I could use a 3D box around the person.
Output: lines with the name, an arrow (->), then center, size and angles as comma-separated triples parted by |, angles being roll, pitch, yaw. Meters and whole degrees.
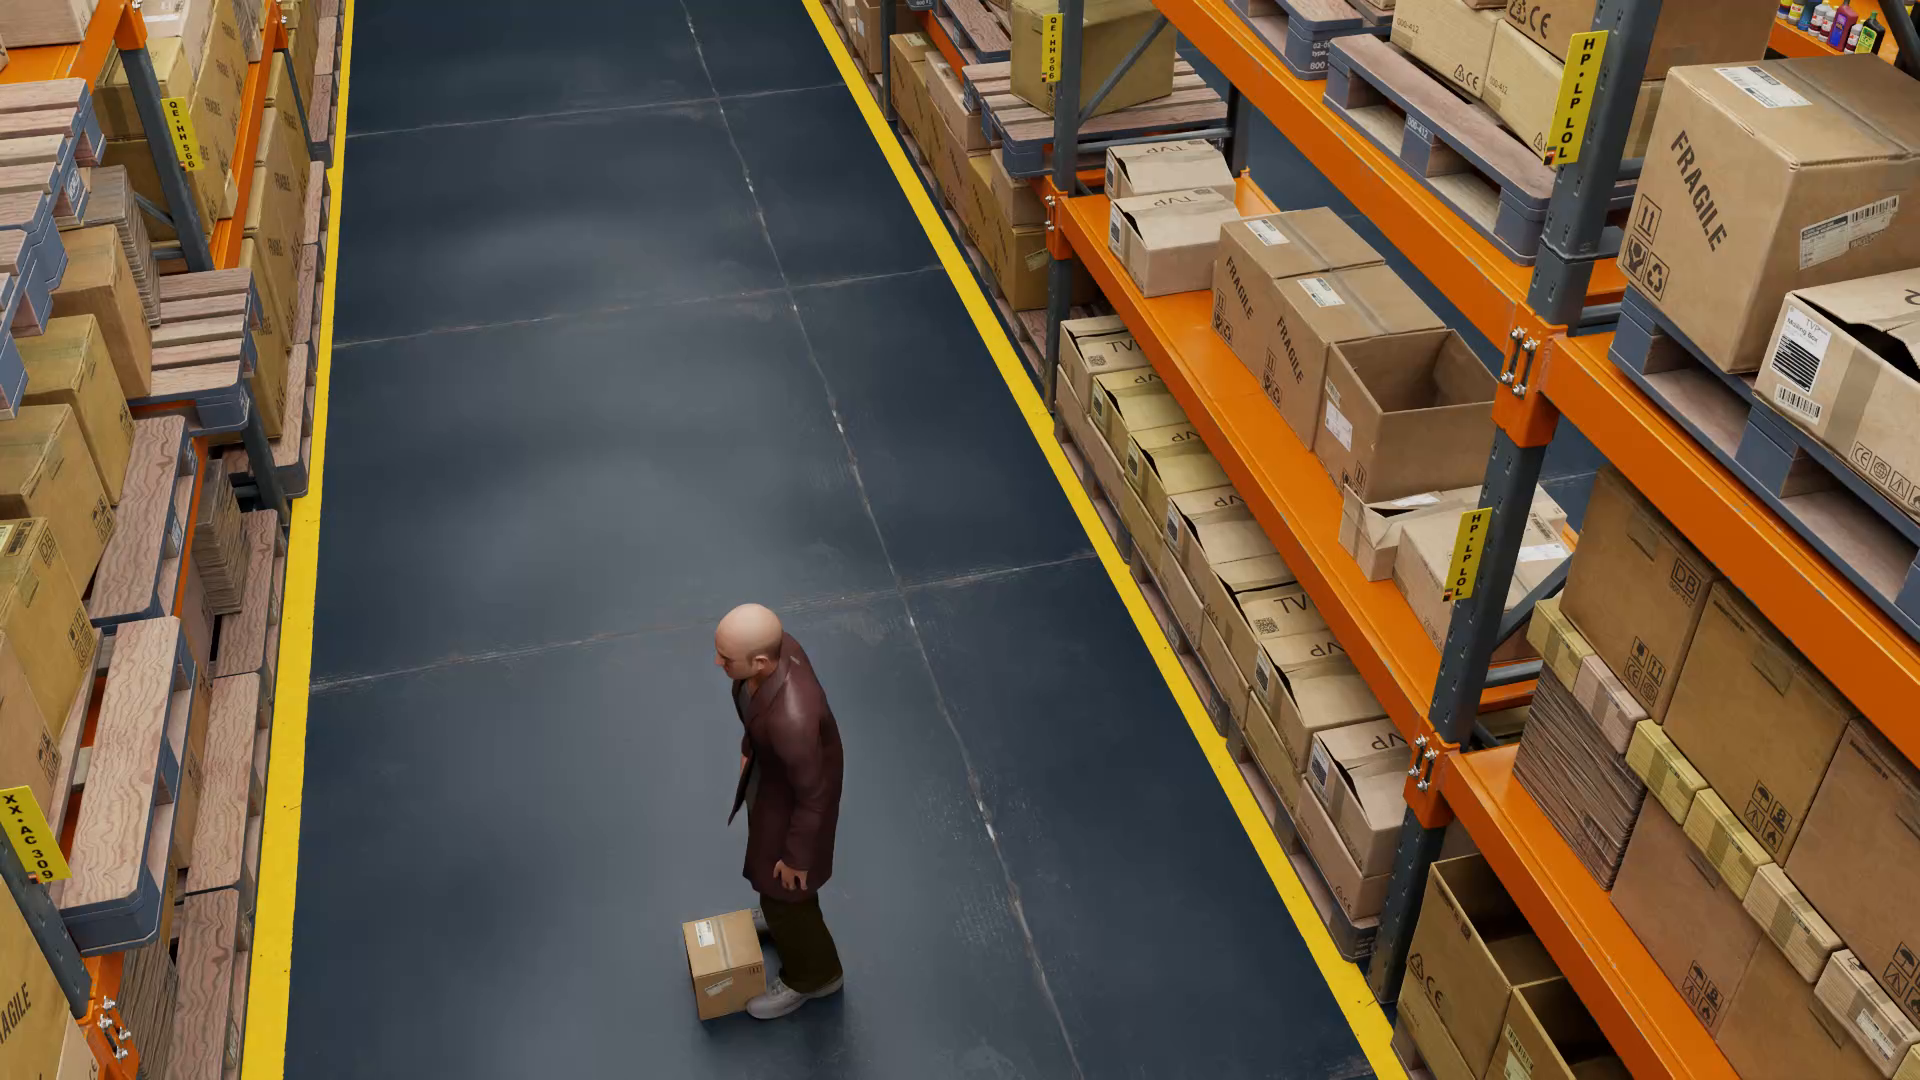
person -> -0.605, 0.888, 5.579 | 0.429, 1.772, 0.646 | -12, 39, -14
